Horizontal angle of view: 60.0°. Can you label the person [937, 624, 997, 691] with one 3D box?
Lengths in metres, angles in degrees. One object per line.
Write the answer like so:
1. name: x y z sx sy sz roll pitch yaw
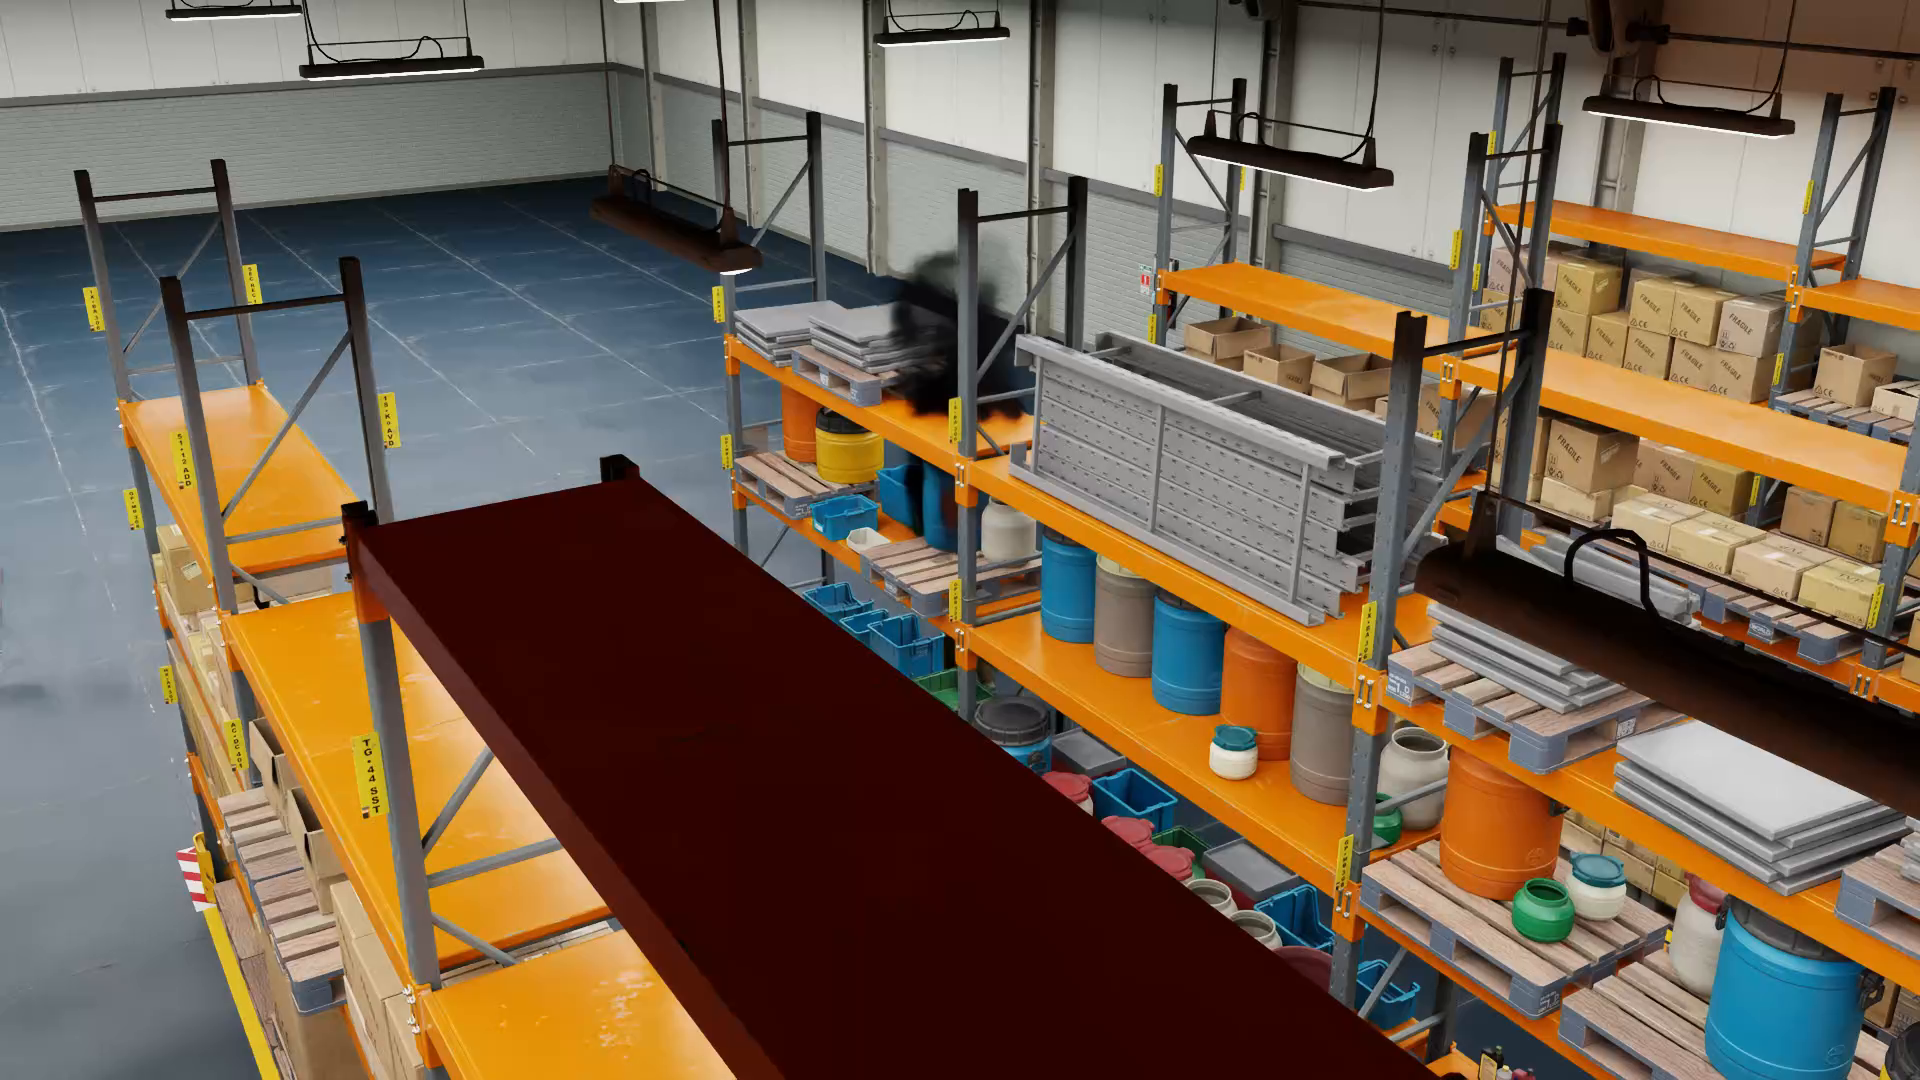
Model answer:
1. person: 0.011 0.697 16.450 0.712 1.804 0.965 -15 26 -33
